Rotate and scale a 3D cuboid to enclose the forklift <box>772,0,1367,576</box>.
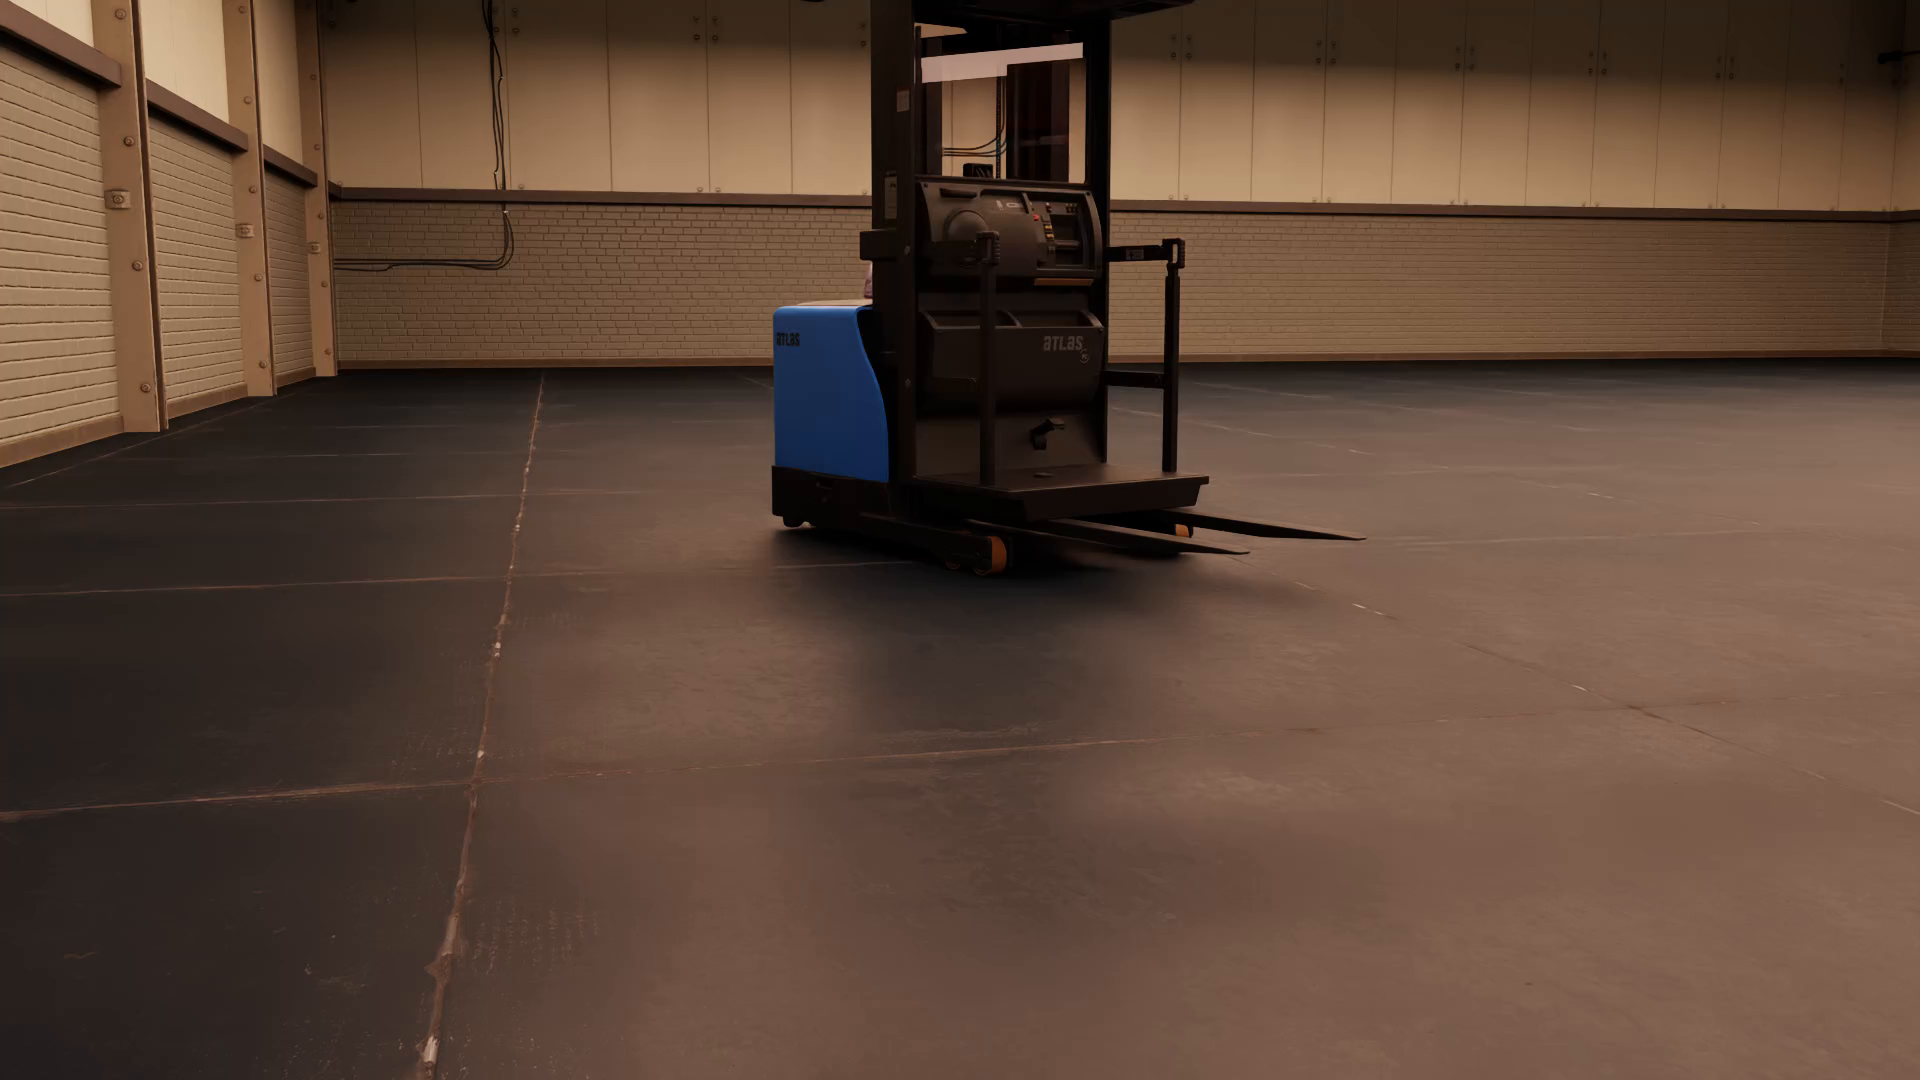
[{"bbox_3d":[0.355,-1.383,7.015,1.130,2.935,3.031,-6,10,-35],"label":"forklift"}]

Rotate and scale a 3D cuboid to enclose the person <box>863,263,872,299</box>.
[{"bbox_3d":[-0.441,-1.288,11.017,0.559,1.669,0.434,-4,9,-28],"label":"person"}]
